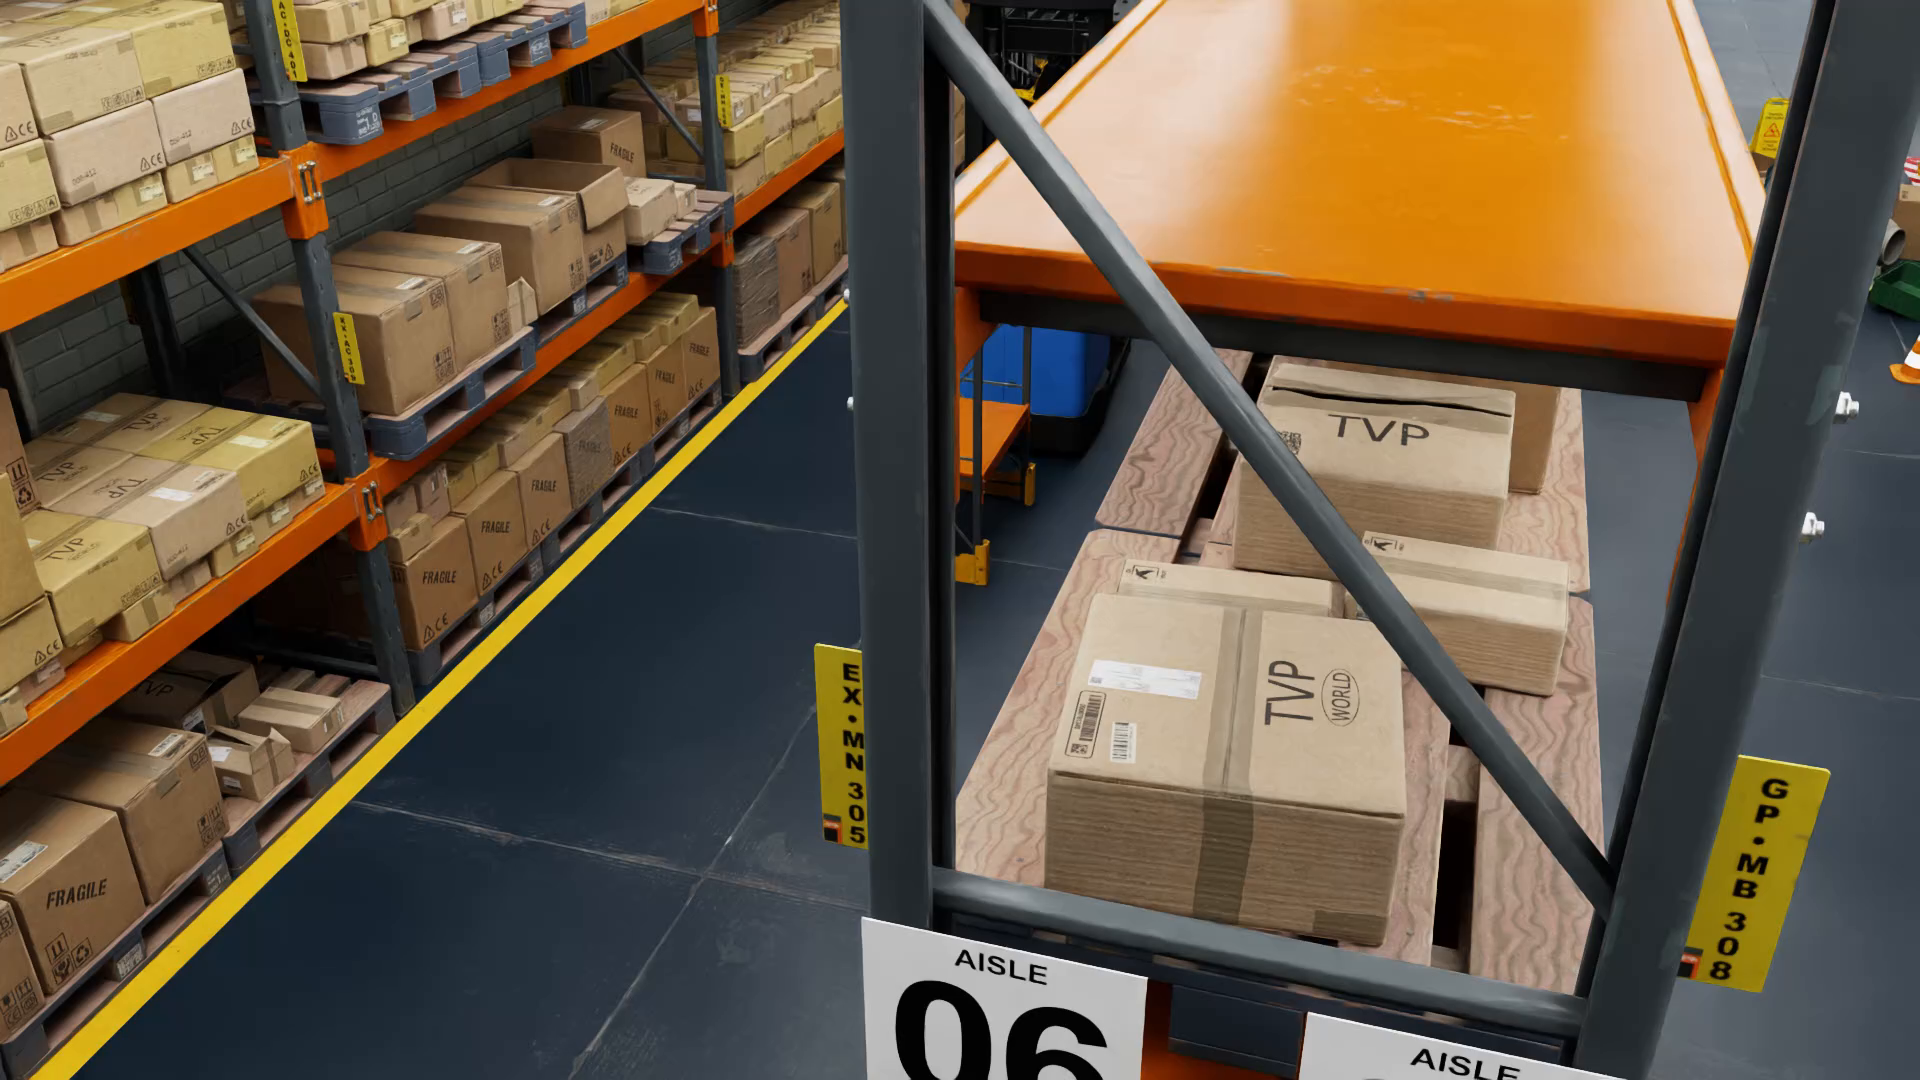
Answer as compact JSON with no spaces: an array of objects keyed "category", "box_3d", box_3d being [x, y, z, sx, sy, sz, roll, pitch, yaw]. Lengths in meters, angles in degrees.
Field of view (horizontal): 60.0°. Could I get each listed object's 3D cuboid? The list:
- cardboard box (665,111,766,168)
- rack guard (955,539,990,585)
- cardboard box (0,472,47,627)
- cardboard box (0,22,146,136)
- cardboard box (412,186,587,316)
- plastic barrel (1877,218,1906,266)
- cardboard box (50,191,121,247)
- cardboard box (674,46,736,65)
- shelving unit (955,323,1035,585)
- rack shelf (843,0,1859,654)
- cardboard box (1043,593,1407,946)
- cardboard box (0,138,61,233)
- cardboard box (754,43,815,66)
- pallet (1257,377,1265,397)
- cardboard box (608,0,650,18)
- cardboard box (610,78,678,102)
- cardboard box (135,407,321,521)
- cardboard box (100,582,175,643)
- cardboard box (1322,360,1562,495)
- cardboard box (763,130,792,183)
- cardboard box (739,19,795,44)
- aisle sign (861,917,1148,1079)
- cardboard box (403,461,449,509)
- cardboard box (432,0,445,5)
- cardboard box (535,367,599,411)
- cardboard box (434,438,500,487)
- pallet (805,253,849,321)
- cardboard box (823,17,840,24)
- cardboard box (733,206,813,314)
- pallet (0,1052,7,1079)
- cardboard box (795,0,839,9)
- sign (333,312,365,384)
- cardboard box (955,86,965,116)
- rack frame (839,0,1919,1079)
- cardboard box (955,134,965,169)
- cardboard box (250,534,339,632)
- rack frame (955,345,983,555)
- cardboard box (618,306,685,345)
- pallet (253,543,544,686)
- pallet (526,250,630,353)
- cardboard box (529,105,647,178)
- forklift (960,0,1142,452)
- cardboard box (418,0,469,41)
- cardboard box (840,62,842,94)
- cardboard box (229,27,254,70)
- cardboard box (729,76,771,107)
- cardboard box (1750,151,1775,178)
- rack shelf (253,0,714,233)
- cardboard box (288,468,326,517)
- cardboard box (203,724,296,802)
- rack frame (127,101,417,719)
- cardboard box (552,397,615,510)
[{"category":"cardboard box","box_3d":[-1.638,-2.713,11.182,0.500,0.250,0.500,8,30,15]},{"category":"rack guard","box_3d":[-0.124,0.087,9.337,0.587,0.250,0.087,8,30,15]},{"category":"cardboard box","box_3d":[-3.543,0.064,5.627,0.500,0.500,0.500,9,30,16]},{"category":"cardboard box","box_3d":[-3.258,-1.621,5.828,0.500,0.250,0.500,8,30,14]},{"category":"cardboard box","box_3d":[-2.462,-1.559,8.932,0.700,0.500,0.500,8,30,15]},{"category":"plastic barrel","box_3d":[7.523,-2.506,13.819,0.421,0.421,0.512,-17,34,-28]},{"category":"cardboard box","box_3d":[-3.261,-1.175,5.949,0.380,0.149,0.250,8,30,15]},{"category":"cardboard box","box_3d":[-1.869,-3.511,12.206,0.380,0.149,0.250,8,30,14]},{"category":"shelving unit","box_3d":[0.022,-0.691,9.449,0.587,1.500,1.083,8,30,15]},{"category":"rack shelf","box_3d":[0.959,-1.030,3.496,1.077,0.370,4.000,8,30,15]},{"category":"cardboard box","box_3d":[0.418,0.337,2.592,0.500,0.250,0.500,6,30,10]},{"category":"cardboard box","box_3d":[-3.406,-1.169,5.529,0.500,0.250,0.500,9,30,16]},{"category":"cardboard box","box_3d":[-1.298,-3.562,12.297,0.380,0.149,0.250,8,30,15]},{"category":"pallet","box_3d":[1.296,-0.720,4.965,1.003,0.211,1.213,8,30,15]},{"category":"cardboard box","box_3d":[-2.091,-3.131,9.361,0.500,0.250,0.500,9,30,15]},{"category":"cardboard box","box_3d":[-2.154,-3.037,11.354,0.380,0.149,0.250,9,30,16]},{"category":"cardboard box","box_3d":[-3.116,-0.327,7.100,0.500,0.250,0.500,9,30,16]},{"category":"cardboard box","box_3d":[-3.312,0.250,6.474,0.380,0.149,0.250,8,30,14]},{"category":"cardboard box","box_3d":[1.107,-0.465,3.778,0.500,0.500,0.500,9,30,16]},{"category":"cardboard box","box_3d":[-1.509,-2.731,11.728,0.500,0.250,0.500,8,30,14]},{"category":"cardboard box","box_3d":[-1.515,-3.979,13.047,0.380,0.149,0.250,8,30,15]},{"category":"aisle sign","box_3d":[0.055,0.885,2.399,0.394,0.787,0.004,8,30,15]},{"category":"cardboard box","box_3d":[-2.810,-0.295,8.360,0.380,0.149,0.250,7,30,12]},{"category":"cardboard box","box_3d":[-2.517,-2.537,7.558,0.380,0.149,0.250,8,30,14]},{"category":"cardboard box","box_3d":[-2.344,-0.889,9.735,0.380,0.149,0.250,7,30,12]},{"category":"cardboard box","box_3d":[-2.701,-0.427,8.904,0.380,0.149,0.250,8,30,14]},{"category":"pallet","box_3d":[-1.387,-2.116,13.337,1.003,0.211,1.213,8,30,15]},{"category":"cardboard box","box_3d":[-0.871,-4.018,13.118,0.380,0.149,0.250,8,30,13]},{"category":"cardboard box","box_3d":[-1.645,-2.131,12.506,0.875,0.625,0.625,9,30,17]},{"category":"pallet","box_3d":[-4.118,2.138,5.690,1.003,0.211,1.213,8,30,15]},{"category":"cardboard box","box_3d":[-1.160,-4.446,13.886,0.380,0.149,0.250,8,30,14]},{"category":"sign","box_3d":[-2.679,-0.838,7.280,0.100,0.325,0.005,8,30,15]},{"category":"cardboard box","box_3d":[-0.250,-4.086,15.378,0.500,0.250,0.500,9,30,15]},{"category":"rack frame","box_3d":[0.372,-0.590,1.554,1.000,3.000,0.127,8,30,15]},{"category":"cardboard box","box_3d":[-0.259,-3.649,15.620,0.500,0.250,0.500,8,30,14]},{"category":"cardboard box","box_3d":[-3.338,0.105,8.615,0.500,0.500,0.500,8,30,15]},{"category":"rack frame","box_3d":[-0.124,-0.459,9.032,0.500,1.500,0.032,8,30,15]},{"category":"cardboard box","box_3d":[-1.979,-1.370,10.600,0.380,0.149,0.250,7,30,12]},{"category":"pallet","box_3d":[-2.997,0.302,8.991,1.003,0.211,1.213,8,30,15]},{"category":"pallet","box_3d":[-2.592,-1.404,9.386,1.003,0.211,1.213,8,30,15]},{"category":"cardboard box","box_3d":[-2.326,-2.403,10.449,0.500,0.500,0.500,10,31,17]},{"category":"forklift","box_3d":[0.631,-2.546,11.312,1.130,2.935,3.031,7,30,12]},{"category":"cardboard box","box_3d":[-2.486,-2.396,7.610,0.380,0.149,0.250,9,30,16]},{"category":"cardboard box","box_3d":[-1.051,-3.663,12.889,0.500,0.250,0.500,9,30,16]},{"category":"cardboard box","box_3d":[-3.177,-2.113,7.100,0.380,0.149,0.250,8,30,15]},{"category":"cardboard box","box_3d":[-1.522,-3.073,11.418,0.380,0.149,0.250,9,30,16]},{"category":"cardboard box","box_3d":[6.973,-3.135,14.868,0.797,0.503,0.637,-12,31,-20]},{"category":"rack shelf","box_3d":[-2.613,-2.459,8.740,1.077,0.370,4.000,8,30,15]},{"category":"cardboard box","box_3d":[-3.052,-0.240,7.354,0.380,0.149,0.250,9,30,16]},{"category":"cardboard box","box_3d":[-3.187,0.944,7.347,0.396,0.266,0.258,10,30,17]},{"category":"rack frame","box_3d":[-3.200,-0.534,7.624,1.000,3.000,0.127,8,30,15]},{"category":"cardboard box","box_3d":[-2.387,-0.538,9.770,0.500,0.500,0.500,7,30,13]}]
